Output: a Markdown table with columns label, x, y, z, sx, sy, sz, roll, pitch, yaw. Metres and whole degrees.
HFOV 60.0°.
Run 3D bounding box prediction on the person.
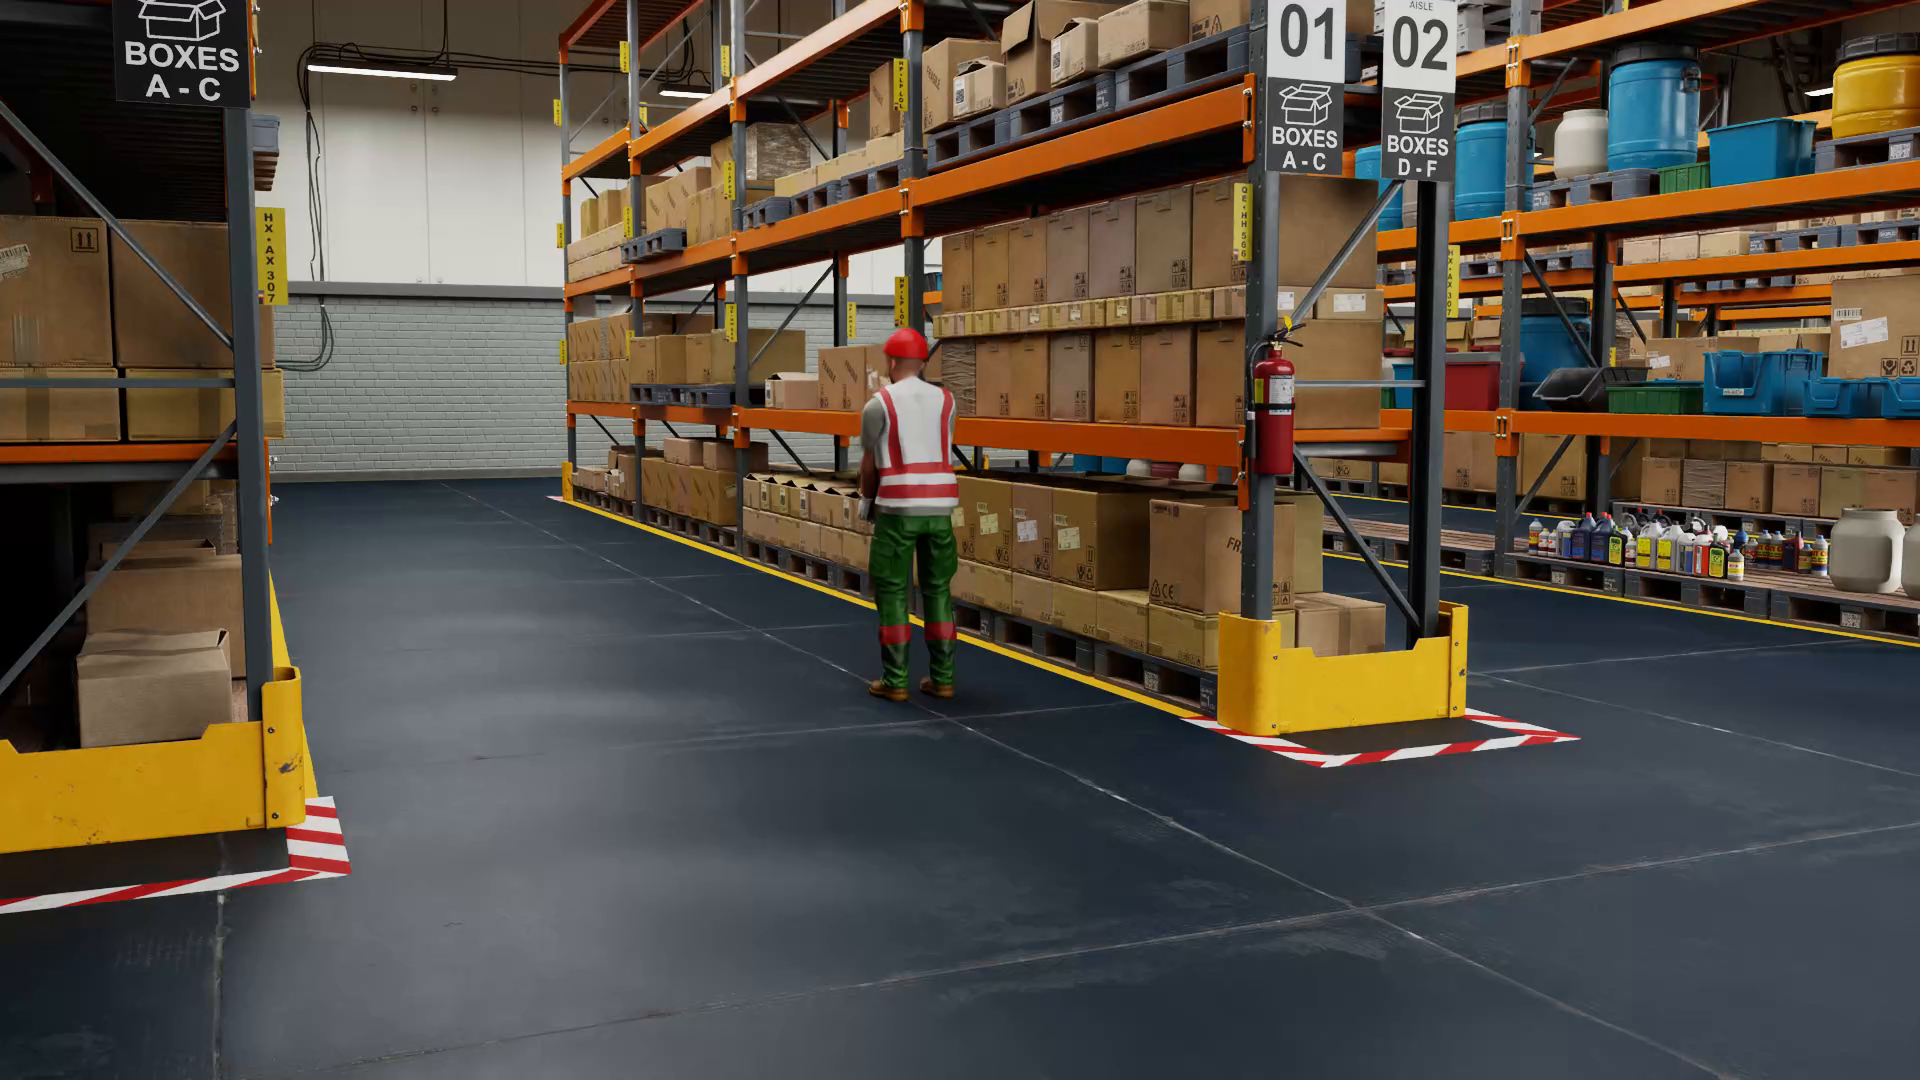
| label | x | y | z | sx | sy | sz | roll | pitch | yaw |
| --- | --- | --- | --- | --- | --- | --- | --- | --- | --- |
| person | -0.270 | -0.137 | 8.082 | 0.493 | 1.779 | 0.574 | -2 | 6 | -25 |
